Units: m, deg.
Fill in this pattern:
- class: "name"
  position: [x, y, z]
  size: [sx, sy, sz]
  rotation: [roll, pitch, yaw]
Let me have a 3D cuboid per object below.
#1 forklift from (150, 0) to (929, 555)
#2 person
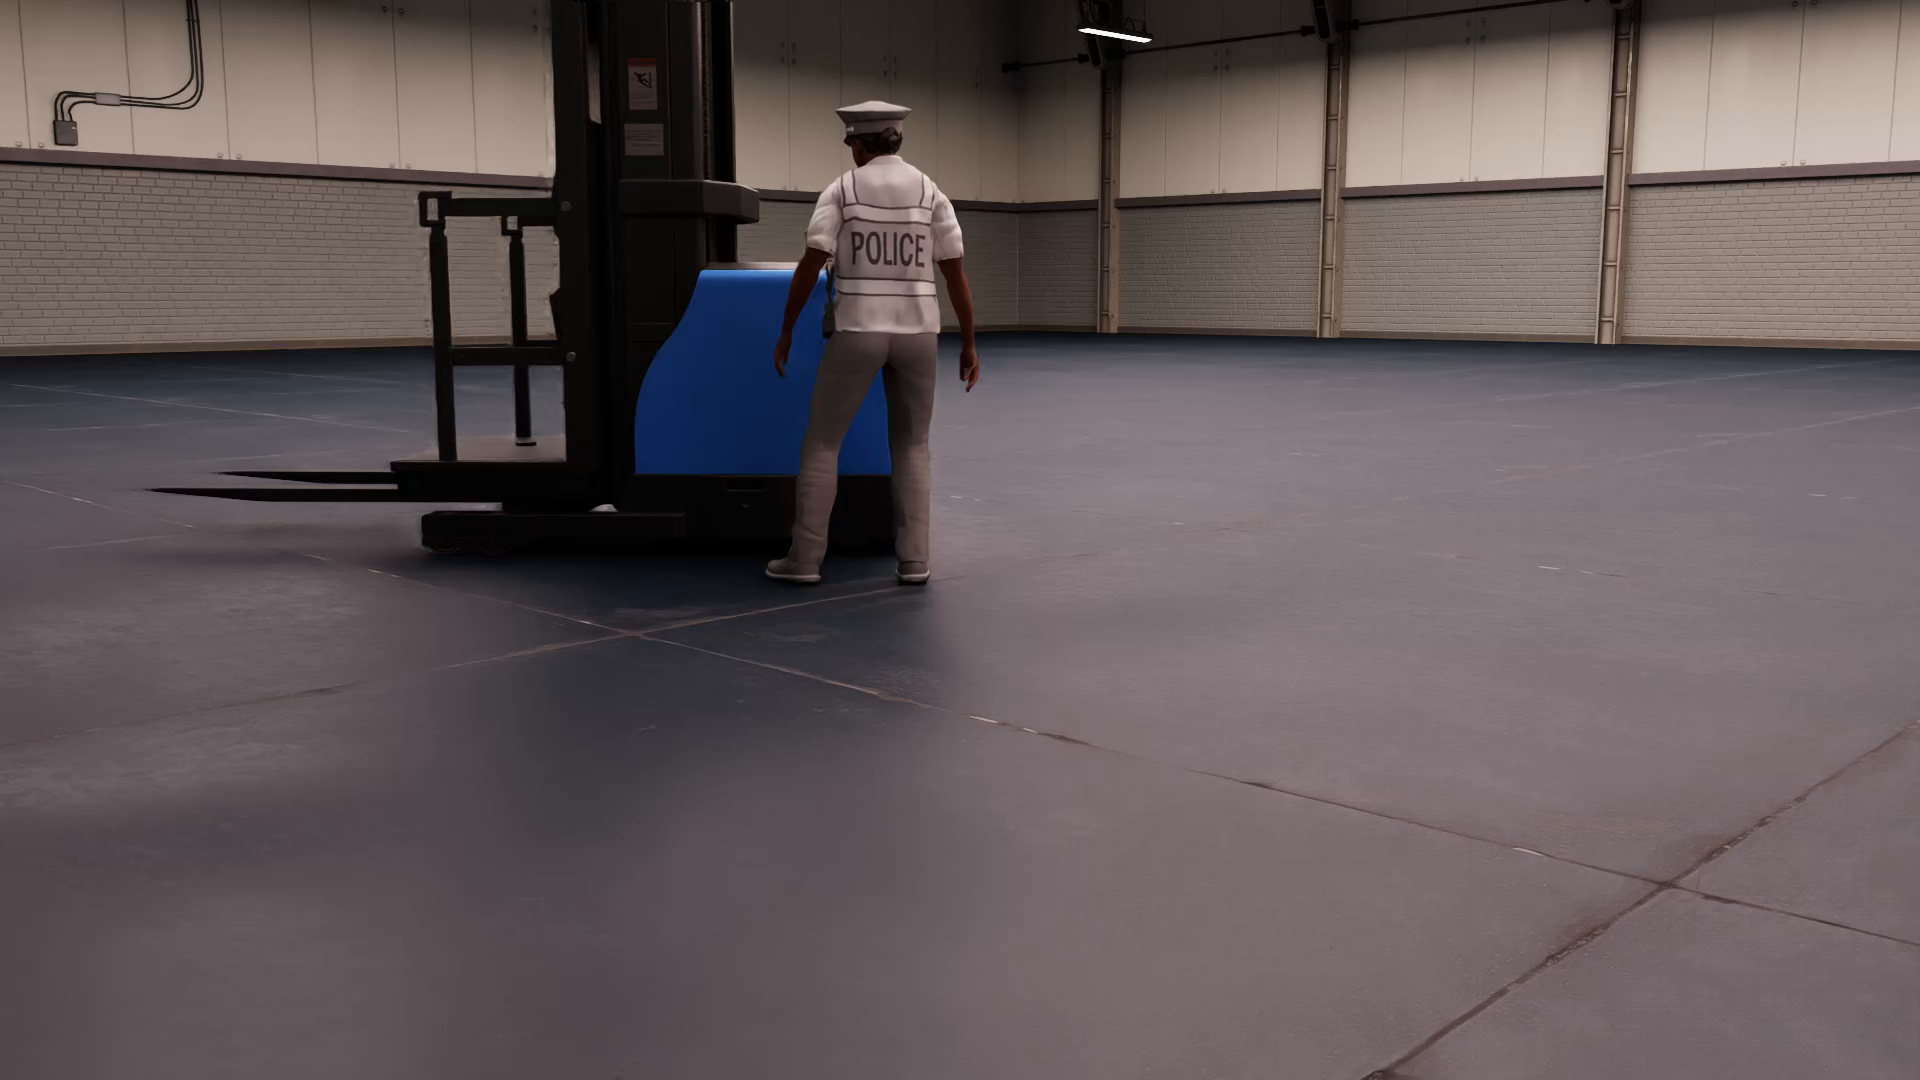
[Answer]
- class: "forklift"
  position: [-1.663, -1.469, 6.630]
  size: [3.031, 2.935, 1.130]
  rotation: [0, 9, 2]
- class: "person"
  position: [-0.299, -0.670, 5.700]
  size: [0.727, 1.636, 0.377]
  rotation: [-2, 9, -15]
